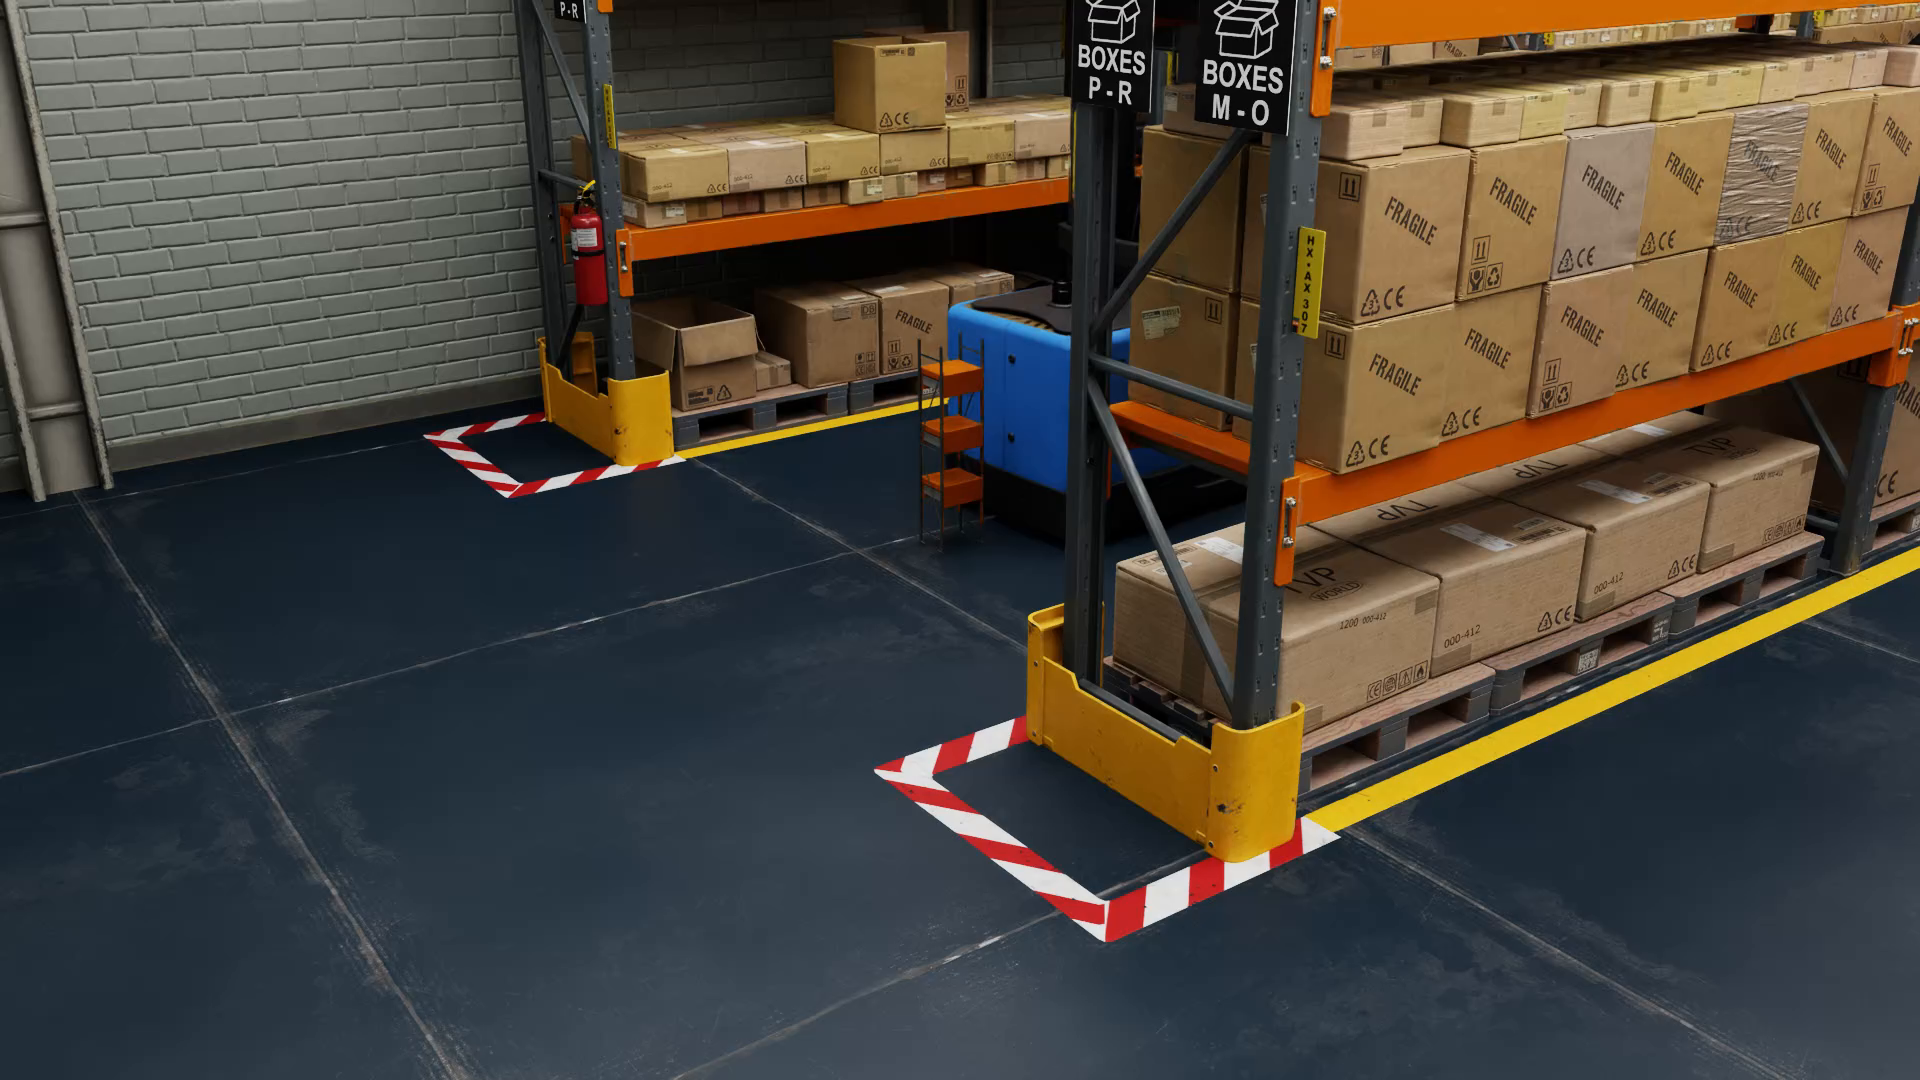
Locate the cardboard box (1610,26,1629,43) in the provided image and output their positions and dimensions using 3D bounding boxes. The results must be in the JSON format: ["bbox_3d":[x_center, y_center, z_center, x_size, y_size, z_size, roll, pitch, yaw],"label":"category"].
[{"bbox_3d":[5.370,-4.239,13.961,0.250,0.149,0.380,-15,26,-32],"label":"cardboard box"}]

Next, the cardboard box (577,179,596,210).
[{"bbox_3d":[-2.057,-2.033,9.782,0.250,0.149,0.380,-15,26,-33],"label":"cardboard box"}]

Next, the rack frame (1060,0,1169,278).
[{"bbox_3d":[1.078,-2.863,11.523,0.127,3.000,1.000,-15,26,-33],"label":"rack frame"}]

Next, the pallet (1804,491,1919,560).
[{"bbox_3d":[4.562,-0.265,8.775,1.213,0.211,1.003,-15,26,-33],"label":"pallet"}]

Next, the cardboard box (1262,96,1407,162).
[{"bbox_3d":[1.182,-1.310,5.273,0.250,0.149,0.380,-14,26,-32],"label":"cardboard box"}]

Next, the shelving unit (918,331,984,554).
[{"bbox_3d":[-0.043,-0.476,8.173,0.252,1.050,0.215,-15,26,-33],"label":"shelving unit"}]

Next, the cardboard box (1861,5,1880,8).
[{"bbox_3d":[8.634,-5.226,16.035,0.250,0.149,0.380,-14,26,-32],"label":"cardboard box"}]

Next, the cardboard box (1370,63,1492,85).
[{"bbox_3d":[1.741,-1.675,6.188,0.250,0.149,0.380,-15,26,-33],"label":"cardboard box"}]

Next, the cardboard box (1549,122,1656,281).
[{"bbox_3d":[2.117,-1.261,6.026,0.500,0.500,0.500,-15,26,-33],"label":"cardboard box"}]

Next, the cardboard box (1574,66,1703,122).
[{"bbox_3d":[2.466,-1.633,6.083,0.250,0.149,0.380,-16,27,-34],"label":"cardboard box"}]

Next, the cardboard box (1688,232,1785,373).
[{"bbox_3d":[2.938,-1.013,6.753,0.500,0.500,0.500,-15,26,-34],"label":"cardboard box"}]

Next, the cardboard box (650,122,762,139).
[{"bbox_3d":[-1.532,-2.356,10.055,0.500,0.250,0.500,-15,26,-33],"label":"cardboard box"}]

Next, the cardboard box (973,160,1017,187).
[{"bbox_3d":[0.151,-2.362,10.608,0.250,0.149,0.380,-15,26,-34],"label":"cardboard box"}]

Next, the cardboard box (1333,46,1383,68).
[{"bbox_3d":[2.658,-3.424,12.227,0.500,0.500,0.700,-15,26,-33],"label":"cardboard box"}]

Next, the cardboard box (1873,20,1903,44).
[{"bbox_3d":[8.908,-4.886,16.459,0.500,0.500,0.500,-15,26,-33],"label":"cardboard box"}]

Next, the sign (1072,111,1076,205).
[{"bbox_3d":[0.427,-1.319,5.771,0.005,0.325,0.100,-15,26,-33],"label":"sign"}]

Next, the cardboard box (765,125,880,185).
[{"bbox_3d":[-0.825,-2.303,9.920,0.500,0.250,0.500,-16,26,-34],"label":"cardboard box"}]

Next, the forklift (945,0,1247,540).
[{"bbox_3d":[1.376,-1.787,8.919,3.031,2.935,1.130,-17,27,-37],"label":"forklift"}]

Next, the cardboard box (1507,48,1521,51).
[{"bbox_3d":[4.842,-3.906,13.666,0.500,0.250,0.500,-15,26,-33],"label":"cardboard box"}]

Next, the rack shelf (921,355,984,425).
[{"bbox_3d":[-0.043,-0.730,8.071,0.240,0.259,0.215,-15,26,-33],"label":"rack shelf"}]

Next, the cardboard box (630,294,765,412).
[{"bbox_3d":[-1.618,-1.136,9.999,0.637,0.503,0.797,-16,27,-35],"label":"cardboard box"}]

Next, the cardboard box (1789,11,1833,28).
[{"bbox_3d":[7.984,-4.932,15.699,0.250,0.149,0.380,-15,26,-34],"label":"cardboard box"}]

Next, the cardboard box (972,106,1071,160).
[{"bbox_3d":[0.409,-2.635,10.753,0.500,0.250,0.500,-15,26,-33],"label":"cardboard box"}]

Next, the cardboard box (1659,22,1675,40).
[{"bbox_3d":[5.951,-4.425,14.427,0.250,0.149,0.380,-15,26,-33],"label":"cardboard box"}]

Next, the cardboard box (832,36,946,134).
[{"bbox_3d":[-0.426,-2.756,10.044,0.500,0.500,0.500,-14,26,-32],"label":"cardboard box"}]

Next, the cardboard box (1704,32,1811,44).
[{"bbox_3d":[3.572,-2.192,7.483,0.250,0.149,0.380,-15,26,-34],"label":"cardboard box"}]

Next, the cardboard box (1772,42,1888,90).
[{"bbox_3d":[3.638,-1.996,6.991,0.250,0.149,0.380,-14,26,-32],"label":"cardboard box"}]

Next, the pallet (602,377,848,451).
[{"bbox_3d":[-1.461,-0.891,10.345,1.213,0.211,1.003,-15,26,-33],"label":"pallet"}]

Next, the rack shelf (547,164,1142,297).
[{"bbox_3d":[-0.546,-2.096,10.572,4.000,0.370,1.077,-15,26,-33],"label":"rack shelf"}]

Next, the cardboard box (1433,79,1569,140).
[{"bbox_3d":[1.835,-1.472,5.680,0.250,0.149,0.380,-16,27,-35],"label":"cardboard box"}]

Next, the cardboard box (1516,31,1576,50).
[{"bbox_3d":[4.755,-4.057,13.505,0.250,0.149,0.380,-14,26,-31],"label":"cardboard box"}]

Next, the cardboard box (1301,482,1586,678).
[{"bbox_3d":[1.948,0.117,6.947,0.875,0.438,0.875,-14,26,-31],"label":"cardboard box"}]

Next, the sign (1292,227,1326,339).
[{"bbox_3d":[1.052,-0.775,5.017,0.005,0.325,0.100,-15,26,-33],"label":"sign"}]

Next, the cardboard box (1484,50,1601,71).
[{"bbox_3d":[2.324,-1.868,6.671,0.250,0.149,0.380,-15,26,-33],"label":"cardboard box"}]

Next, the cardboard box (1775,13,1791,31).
[{"bbox_3d":[7.424,-4.801,15.371,0.250,0.149,0.380,-14,26,-31],"label":"cardboard box"}]

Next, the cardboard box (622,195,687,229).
[{"bbox_3d":[-1.742,-1.869,9.372,0.250,0.149,0.380,-15,26,-33],"label":"cardboard box"}]

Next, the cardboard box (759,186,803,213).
[{"bbox_3d":[-1.129,-2.041,9.804,0.250,0.149,0.380,-14,26,-31],"label":"cardboard box"}]

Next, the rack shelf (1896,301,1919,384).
[{"bbox_3d":[5.603,-1.469,9.001,4.000,0.370,1.077,-15,26,-33],"label":"rack shelf"}]

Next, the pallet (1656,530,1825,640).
[{"bbox_3d":[3.316,0.066,7.946,1.213,0.211,1.003,-15,26,-33],"label":"pallet"}]

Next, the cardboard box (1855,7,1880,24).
[{"bbox_3d":[8.632,-5.084,16.080,0.250,0.149,0.380,-14,26,-32],"label":"cardboard box"}]

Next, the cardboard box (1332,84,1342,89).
[{"bbox_3d":[1.099,-1.517,5.791,0.250,0.149,0.380,-14,26,-32],"label":"cardboard box"}]

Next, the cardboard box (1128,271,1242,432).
[{"bbox_3d":[0.969,-0.735,6.056,0.500,0.500,0.500,-15,26,-33],"label":"cardboard box"}]

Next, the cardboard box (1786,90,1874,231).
[{"bbox_3d":[3.341,-1.589,6.846,0.500,0.500,0.500,-15,26,-34],"label":"cardboard box"}]

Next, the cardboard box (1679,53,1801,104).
[{"bbox_3d":[3.053,-1.819,6.549,0.250,0.149,0.380,-15,26,-33],"label":"cardboard box"}]

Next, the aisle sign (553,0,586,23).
[{"bbox_3d":[-2.053,-3.101,8.613,0.004,0.787,0.394,-15,26,-33],"label":"aisle sign"}]

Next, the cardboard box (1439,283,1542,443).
[{"bbox_3d":[1.684,-0.686,5.934,0.500,0.500,0.500,-15,26,-34],"label":"cardboard box"}]

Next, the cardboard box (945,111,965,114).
[{"bbox_3d":[-0.305,-2.684,10.875,0.500,0.250,0.500,-14,26,-32],"label":"cardboard box"}]

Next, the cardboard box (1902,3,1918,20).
[{"bbox_3d":[9.251,-5.261,16.522,0.250,0.149,0.380,-16,27,-34],"label":"cardboard box"}]

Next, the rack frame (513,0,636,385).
[{"bbox_3d":[-2.169,-1.997,9.354,0.127,3.000,1.000,-15,26,-33],"label":"rack frame"}]

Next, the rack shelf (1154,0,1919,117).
[{"bbox_3d":[2.356,-1.996,6.276,4.000,0.370,1.077,-15,26,-33],"label":"rack shelf"}]

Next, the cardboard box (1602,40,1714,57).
[{"bbox_3d":[2.952,-2.028,7.073,0.250,0.149,0.380,-15,26,-33],"label":"cardboard box"}]

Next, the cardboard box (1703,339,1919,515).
[{"bbox_3d":[4.436,-0.737,8.496,0.875,0.875,0.875,-14,26,-31],"label":"cardboard box"}]

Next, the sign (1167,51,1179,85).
[{"bbox_3d":[1.401,-3.103,10.958,0.005,0.325,0.100,-15,26,-33],"label":"sign"}]

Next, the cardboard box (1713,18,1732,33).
[{"bbox_3d":[6.610,-4.568,14.787,0.250,0.149,0.380,-16,27,-34],"label":"cardboard box"}]

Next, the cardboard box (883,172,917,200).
[{"bbox_3d":[-0.466,-2.196,10.191,0.250,0.149,0.380,-14,26,-32],"label":"cardboard box"}]

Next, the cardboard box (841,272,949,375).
[{"bbox_3d":[-0.413,-1.393,10.645,0.500,0.500,0.500,-14,26,-32],"label":"cardboard box"}]
